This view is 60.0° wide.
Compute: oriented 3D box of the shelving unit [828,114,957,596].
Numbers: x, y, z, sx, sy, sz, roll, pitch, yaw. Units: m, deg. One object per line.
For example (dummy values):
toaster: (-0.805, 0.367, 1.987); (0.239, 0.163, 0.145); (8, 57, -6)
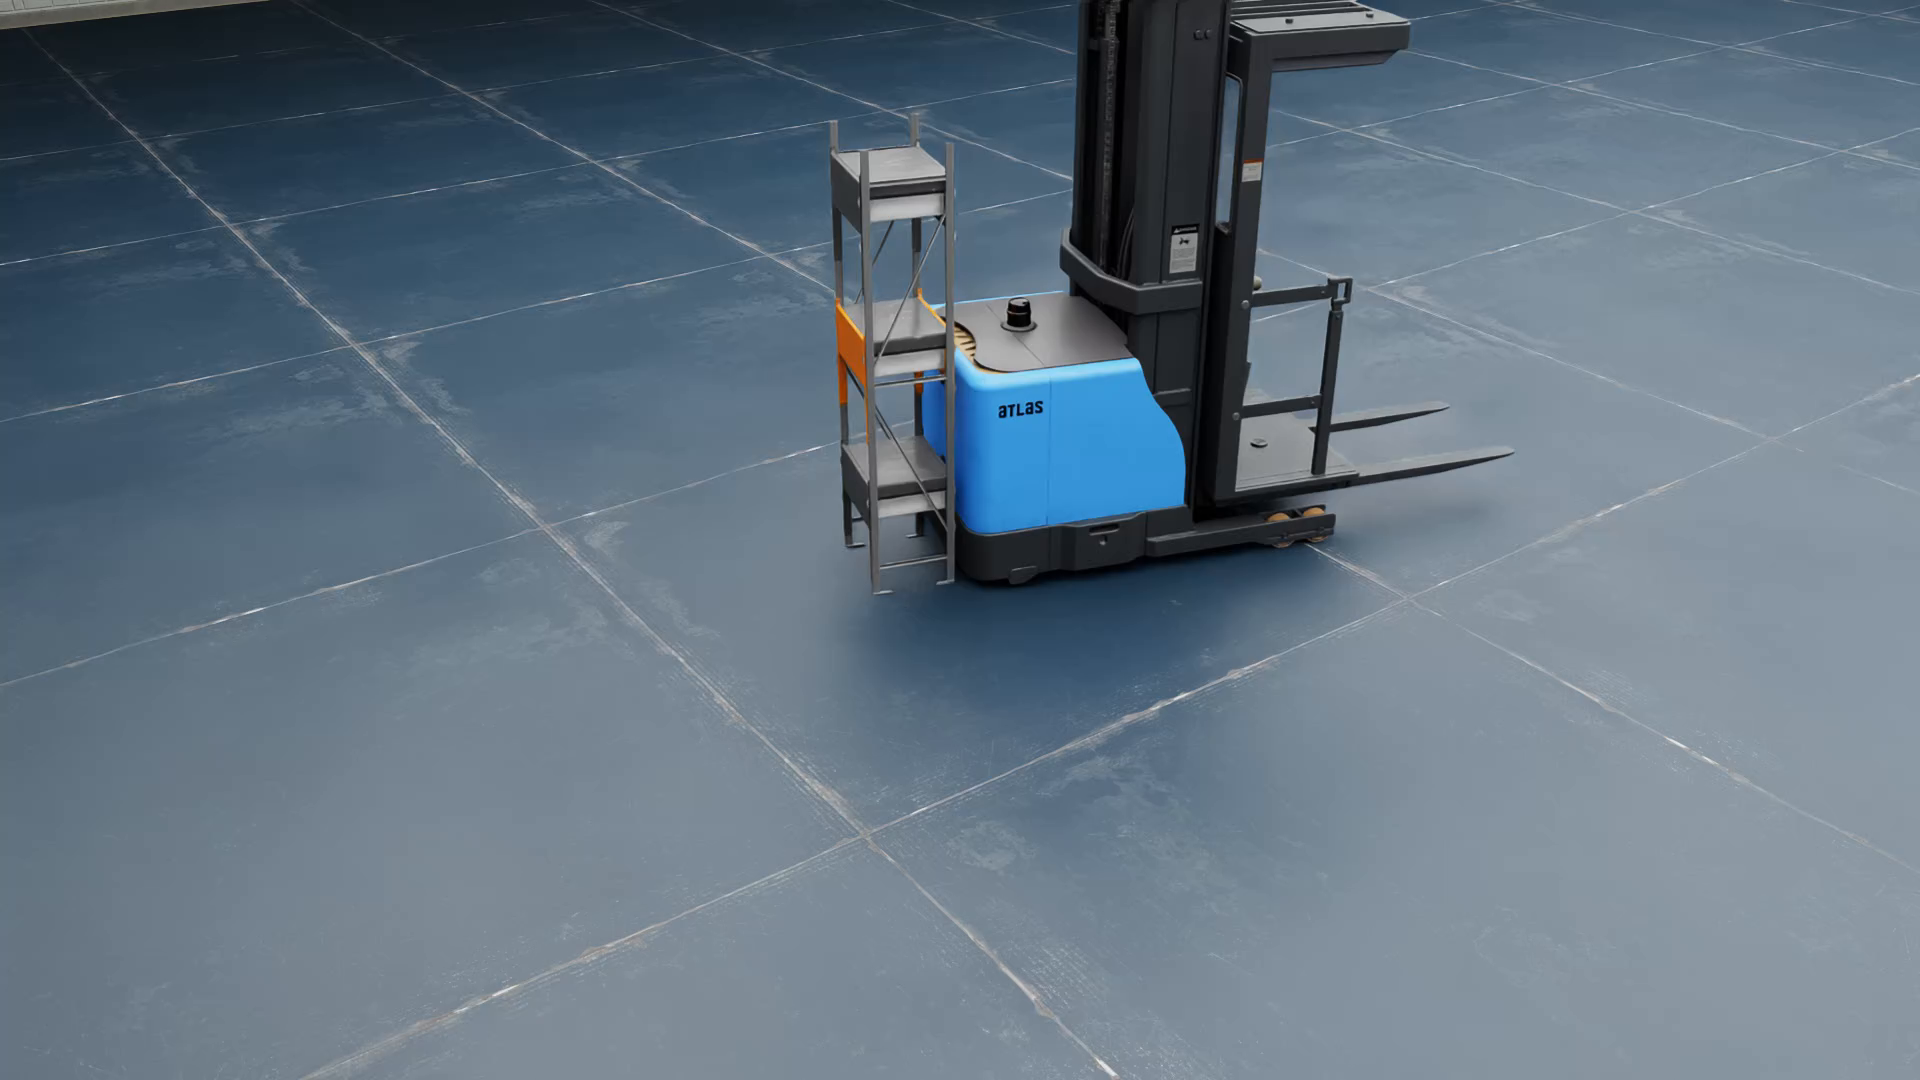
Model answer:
shelving unit: (-0.295, -0.803, 7.529); (0.431, 2.100, 0.503); (-9, 30, -16)

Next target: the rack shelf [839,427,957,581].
rack shelf: (-0.295, -0.176, 7.870); (0.431, 0.518, 0.480); (-9, 30, -16)

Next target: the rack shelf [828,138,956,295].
rack shelf: (-0.295, -1.407, 7.202); (0.431, 0.518, 0.480); (-9, 30, -16)

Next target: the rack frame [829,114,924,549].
rack frame: (-0.373, -0.914, 7.733); (0.400, 2.100, 0.015); (-9, 30, -16)

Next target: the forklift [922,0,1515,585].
forklift: (1.338, -1.480, 7.904); (3.031, 2.935, 1.130); (-9, 30, -16)

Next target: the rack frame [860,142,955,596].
rack frame: (-0.217, -0.693, 7.326); (0.400, 2.100, 0.015); (-9, 30, -16)

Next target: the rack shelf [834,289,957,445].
rack shelf: (-0.295, -0.791, 7.536); (0.431, 0.518, 0.480); (-9, 30, -16)
